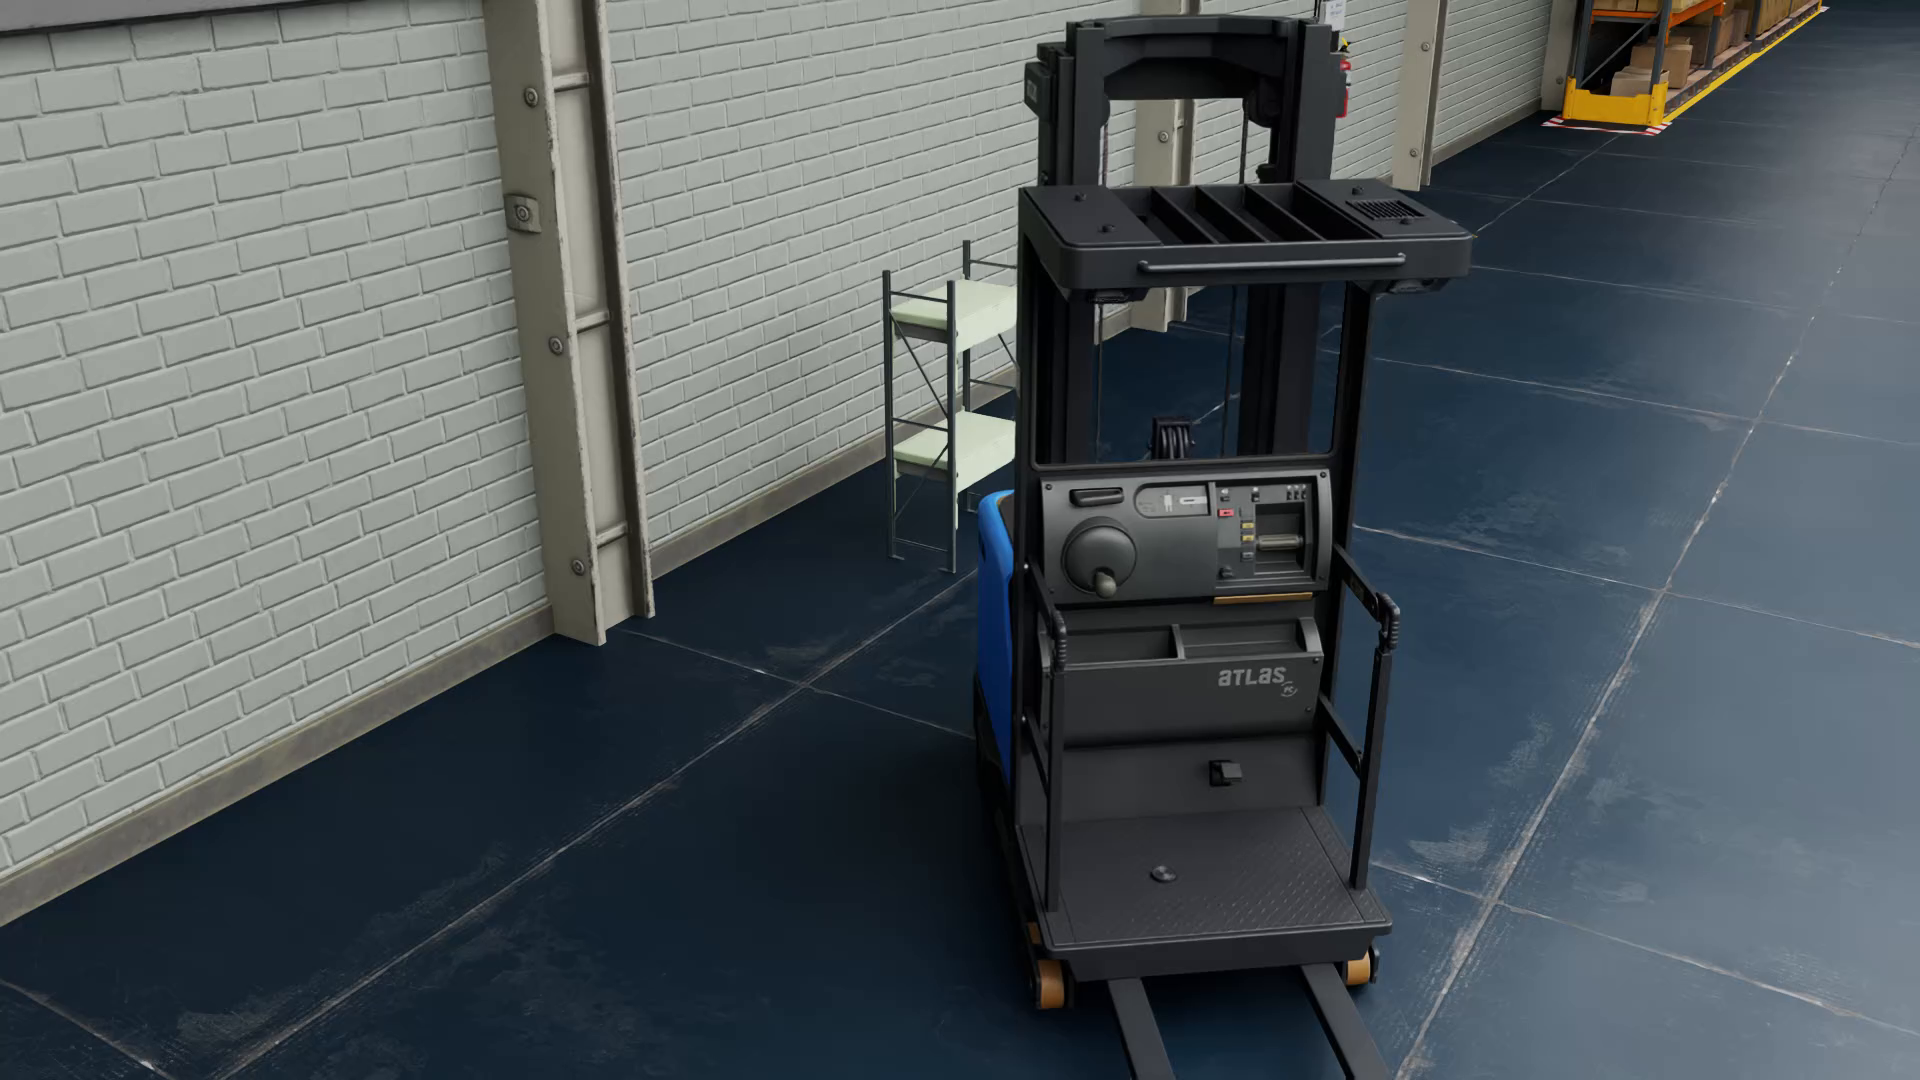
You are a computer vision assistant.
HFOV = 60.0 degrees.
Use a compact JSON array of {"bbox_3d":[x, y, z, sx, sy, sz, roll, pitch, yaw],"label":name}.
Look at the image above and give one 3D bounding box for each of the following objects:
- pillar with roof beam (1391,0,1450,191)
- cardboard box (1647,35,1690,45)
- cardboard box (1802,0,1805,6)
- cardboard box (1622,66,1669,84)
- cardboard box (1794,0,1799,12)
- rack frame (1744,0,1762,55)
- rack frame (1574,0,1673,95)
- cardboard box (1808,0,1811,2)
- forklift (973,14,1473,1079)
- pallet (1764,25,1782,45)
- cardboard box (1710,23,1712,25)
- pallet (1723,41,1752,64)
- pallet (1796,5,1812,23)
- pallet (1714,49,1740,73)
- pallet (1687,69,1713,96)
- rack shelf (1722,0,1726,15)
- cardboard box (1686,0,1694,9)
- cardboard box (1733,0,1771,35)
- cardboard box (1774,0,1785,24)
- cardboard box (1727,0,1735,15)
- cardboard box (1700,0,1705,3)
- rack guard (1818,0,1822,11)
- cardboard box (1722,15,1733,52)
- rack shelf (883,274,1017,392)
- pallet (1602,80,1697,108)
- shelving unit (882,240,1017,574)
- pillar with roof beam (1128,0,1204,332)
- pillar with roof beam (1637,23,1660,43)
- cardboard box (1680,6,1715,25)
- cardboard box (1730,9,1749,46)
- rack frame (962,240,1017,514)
[{"bbox_3d":[8.304,-6.889,13.336,9.100,9.000,0.400,14,27,29],"label":"pillar with roof beam"},{"bbox_3d":[9.774,-6.692,23.024,0.500,0.500,0.500,12,26,25],"label":"cardboard box"},{"bbox_3d":[15.804,-10.495,31.836,0.700,0.500,0.500,13,27,27],"label":"cardboard box"},{"bbox_3d":[8.919,-6.021,21.712,0.500,0.311,0.500,16,28,33],"label":"cardboard box"},{"bbox_3d":[15.256,-10.141,31.017,0.700,0.500,0.500,14,27,28],"label":"cardboard box"},{"bbox_3d":[12.397,-9.346,26.562,1.000,3.000,0.127,14,27,29],"label":"rack frame"},{"bbox_3d":[8.177,-6.645,20.325,1.000,3.000,0.127,14,27,29],"label":"rack frame"},{"bbox_3d":[16.333,-10.834,32.618,0.700,0.500,0.500,14,27,29],"label":"cardboard box"},{"bbox_3d":[0.744,0.005,5.050,1.130,2.935,3.031,-3,24,-6],"label":"forklift"},{"bbox_3d":[13.521,-8.726,28.642,1.003,0.211,1.213,14,27,29],"label":"pallet"},{"bbox_3d":[10.891,-7.487,24.862,0.700,0.500,0.500,13,27,28],"label":"cardboard box"},{"bbox_3d":[11.984,-7.802,26.508,1.003,0.211,1.213,14,27,29],"label":"pallet"},{"bbox_3d":[15.617,-10.070,31.745,1.003,0.211,1.213,14,27,29],"label":"pallet"},{"bbox_3d":[11.339,-7.392,25.560,1.003,0.211,1.213,14,27,29],"label":"pallet"},{"bbox_3d":[9.963,-6.482,23.457,1.003,0.211,1.213,14,27,29],"label":"pallet"},{"bbox_3d":[11.342,-8.340,25.146,1.077,0.370,4.000,14,27,29],"label":"rack shelf"},{"bbox_3d":[8.966,-6.862,20.989,0.500,0.250,0.500,13,27,27],"label":"cardboard box"},{"bbox_3d":[12.896,-8.772,27.416,0.750,0.750,0.750,13,27,28],"label":"cardboard box"},{"bbox_3d":[13.808,-9.355,28.760,0.750,0.750,0.750,15,27,31],"label":"cardboard box"},{"bbox_3d":[11.708,-8.311,25.822,0.500,0.250,0.500,14,27,30],"label":"cardboard box"},{"bbox_3d":[9.508,-7.203,21.777,0.500,0.250,0.500,14,27,29],"label":"cardboard box"},{"bbox_3d":[16.630,-10.907,33.315,1.175,0.500,0.348,14,27,29],"label":"rack guard"},{"bbox_3d":[11.453,-7.823,25.638,0.700,0.500,0.500,14,27,29],"label":"cardboard box"},{"bbox_3d":[-0.003,-1.044,8.292,0.431,0.370,0.720,14,27,29],"label":"rack shelf"},{"bbox_3d":[9.320,-6.068,22.502,1.003,0.211,1.213,14,27,29],"label":"pallet"},{"bbox_3d":[-0.004,-0.686,8.447,0.431,1.500,0.755,14,27,29],"label":"shelving unit"},{"bbox_3d":[5.139,-4.864,8.658,9.100,9.000,0.400,14,27,29],"label":"pillar with roof beam"},{"bbox_3d":[14.634,-10.939,22.692,9.100,9.000,0.400,14,27,29],"label":"pillar with roof beam"},{"bbox_3d":[10.891,-7.796,24.631,0.500,0.250,0.500,13,27,28],"label":"cardboard box"},{"bbox_3d":[12.062,-8.146,26.385,0.700,0.500,0.500,14,27,30],"label":"cardboard box"},{"bbox_3d":[0.190,-0.810,8.732,0.400,1.500,0.023,14,27,29],"label":"rack frame"}]
